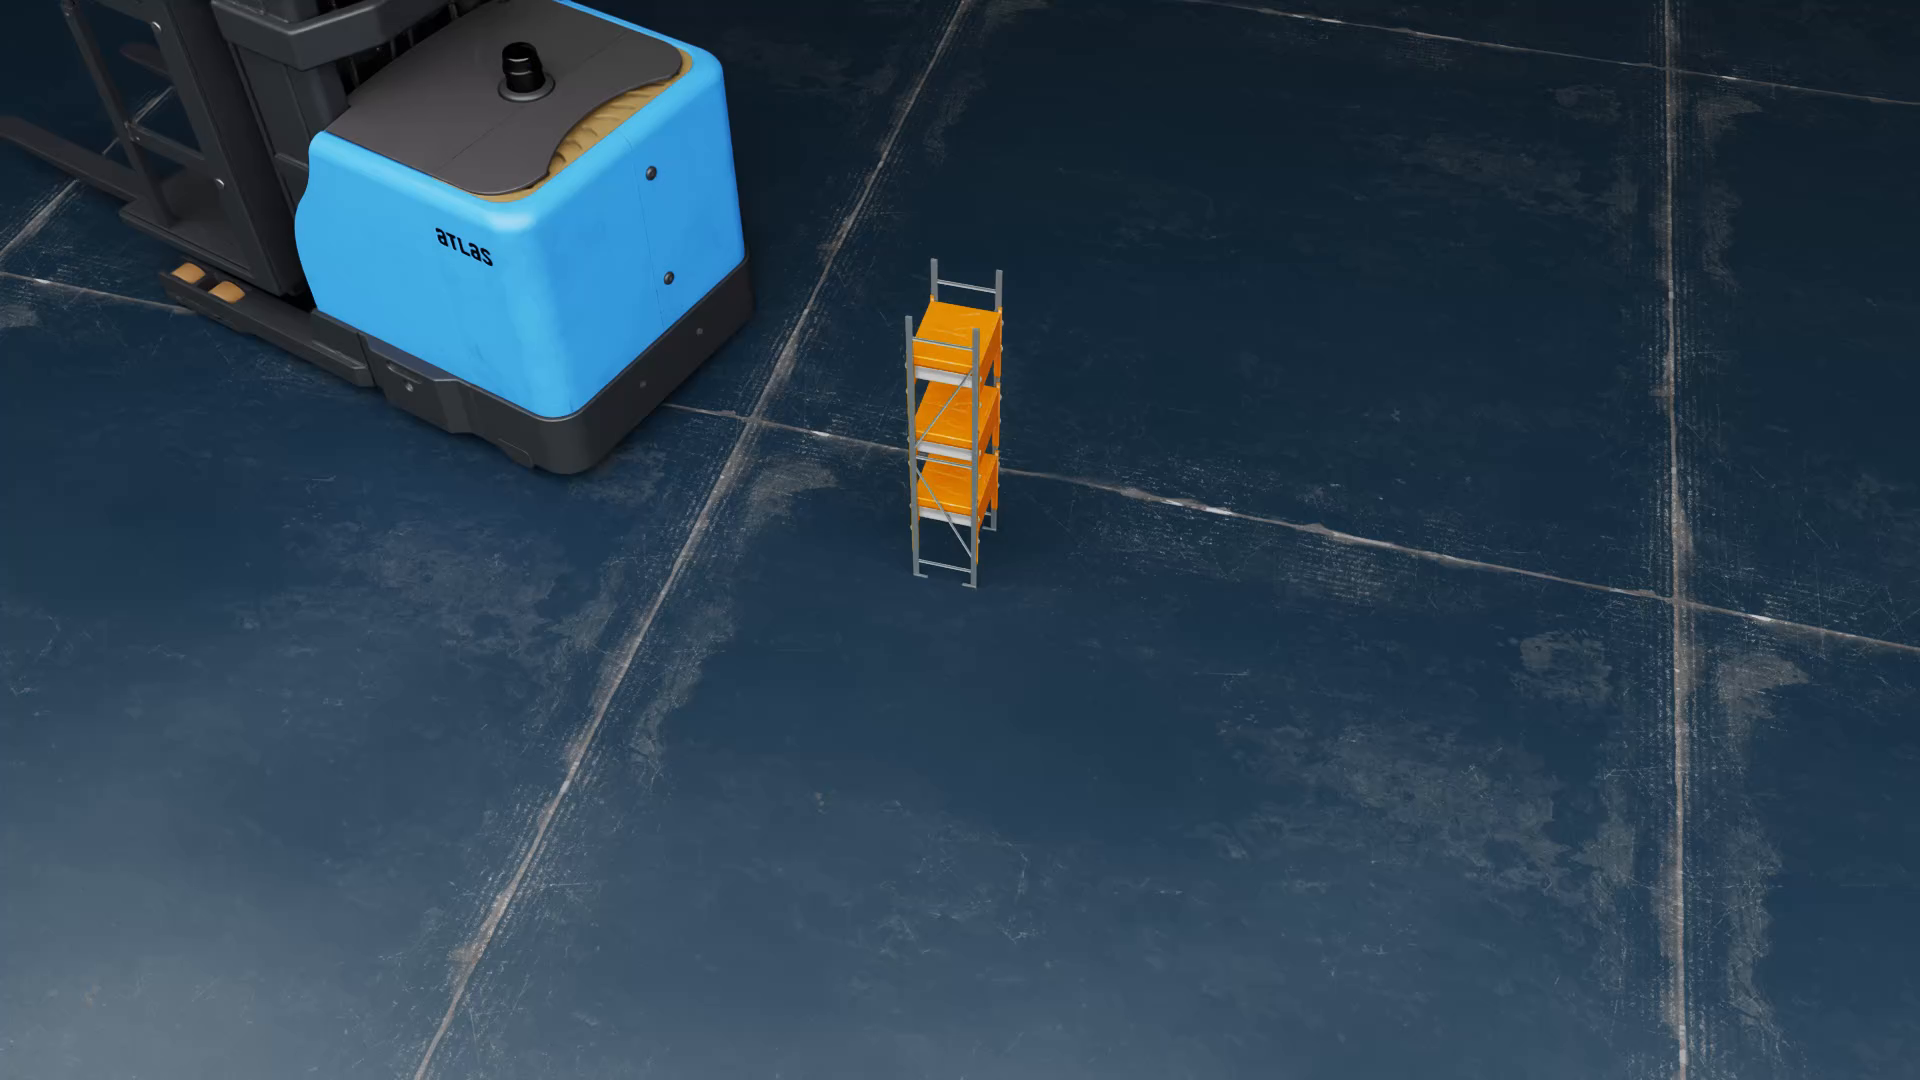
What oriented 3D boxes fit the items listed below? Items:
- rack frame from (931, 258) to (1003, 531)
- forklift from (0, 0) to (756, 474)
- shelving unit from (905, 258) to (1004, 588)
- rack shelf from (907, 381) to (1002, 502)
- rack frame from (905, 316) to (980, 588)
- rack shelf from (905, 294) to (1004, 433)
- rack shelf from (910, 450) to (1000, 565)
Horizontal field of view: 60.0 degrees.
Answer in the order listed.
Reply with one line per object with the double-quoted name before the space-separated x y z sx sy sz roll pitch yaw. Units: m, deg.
"rack frame" 0.018 -0.397 4.900 0.200 1.050 0.008 12 50 10
"forklift" -2.246 -2.032 5.088 3.031 2.935 1.130 25 53 20
"shelving unit" -0.014 -0.309 4.822 0.215 1.050 0.252 12 50 10
"rack shelf" -0.014 -0.302 4.830 0.215 0.259 0.240 12 50 10
"rack frame" -0.046 -0.220 4.744 0.200 1.050 0.008 12 50 10
"rack shelf" -0.014 -0.489 4.617 0.215 0.259 0.240 12 50 10
"rack shelf" -0.014 -0.118 5.039 0.215 0.259 0.240 12 50 10
